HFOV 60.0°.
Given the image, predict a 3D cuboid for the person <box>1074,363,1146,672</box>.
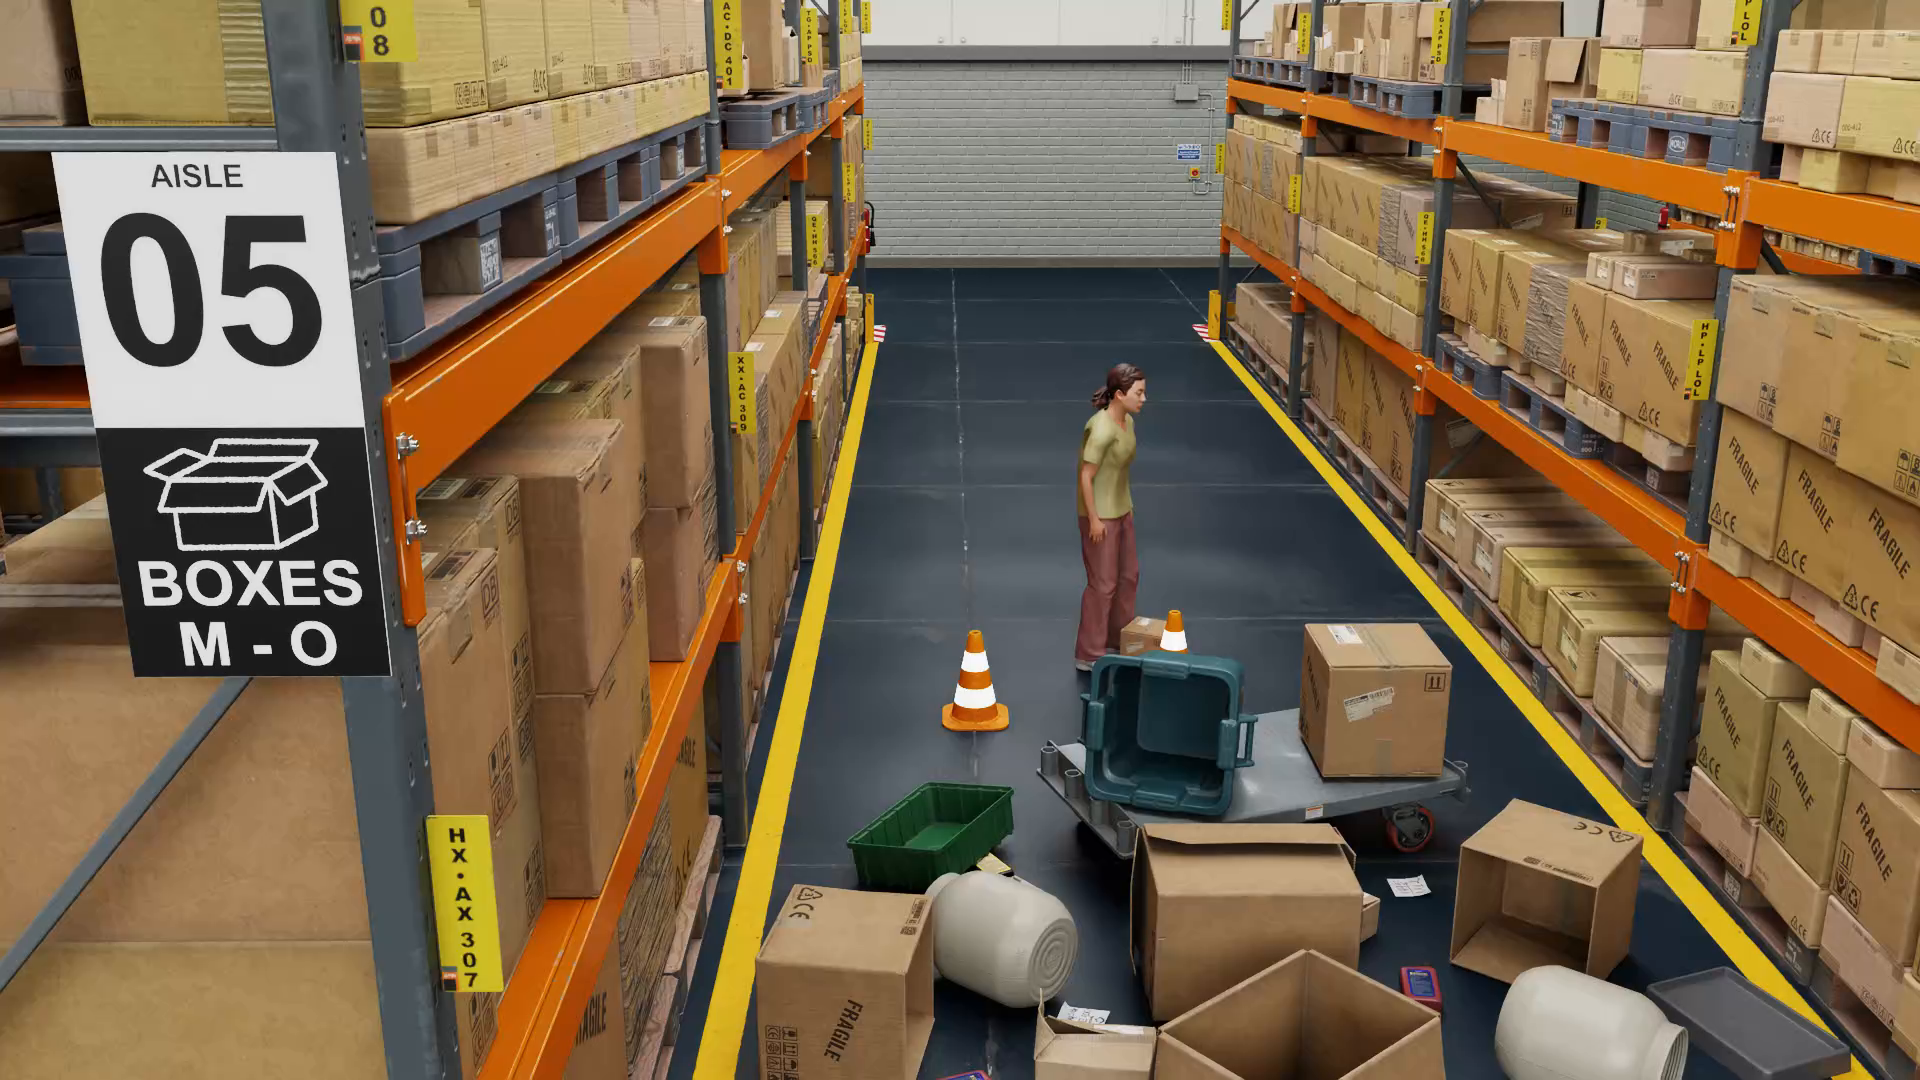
[{"bbox_3d":[0.837,-0.122,8.942,0.404,1.673,0.500,9,19,27],"label":"person"}]
